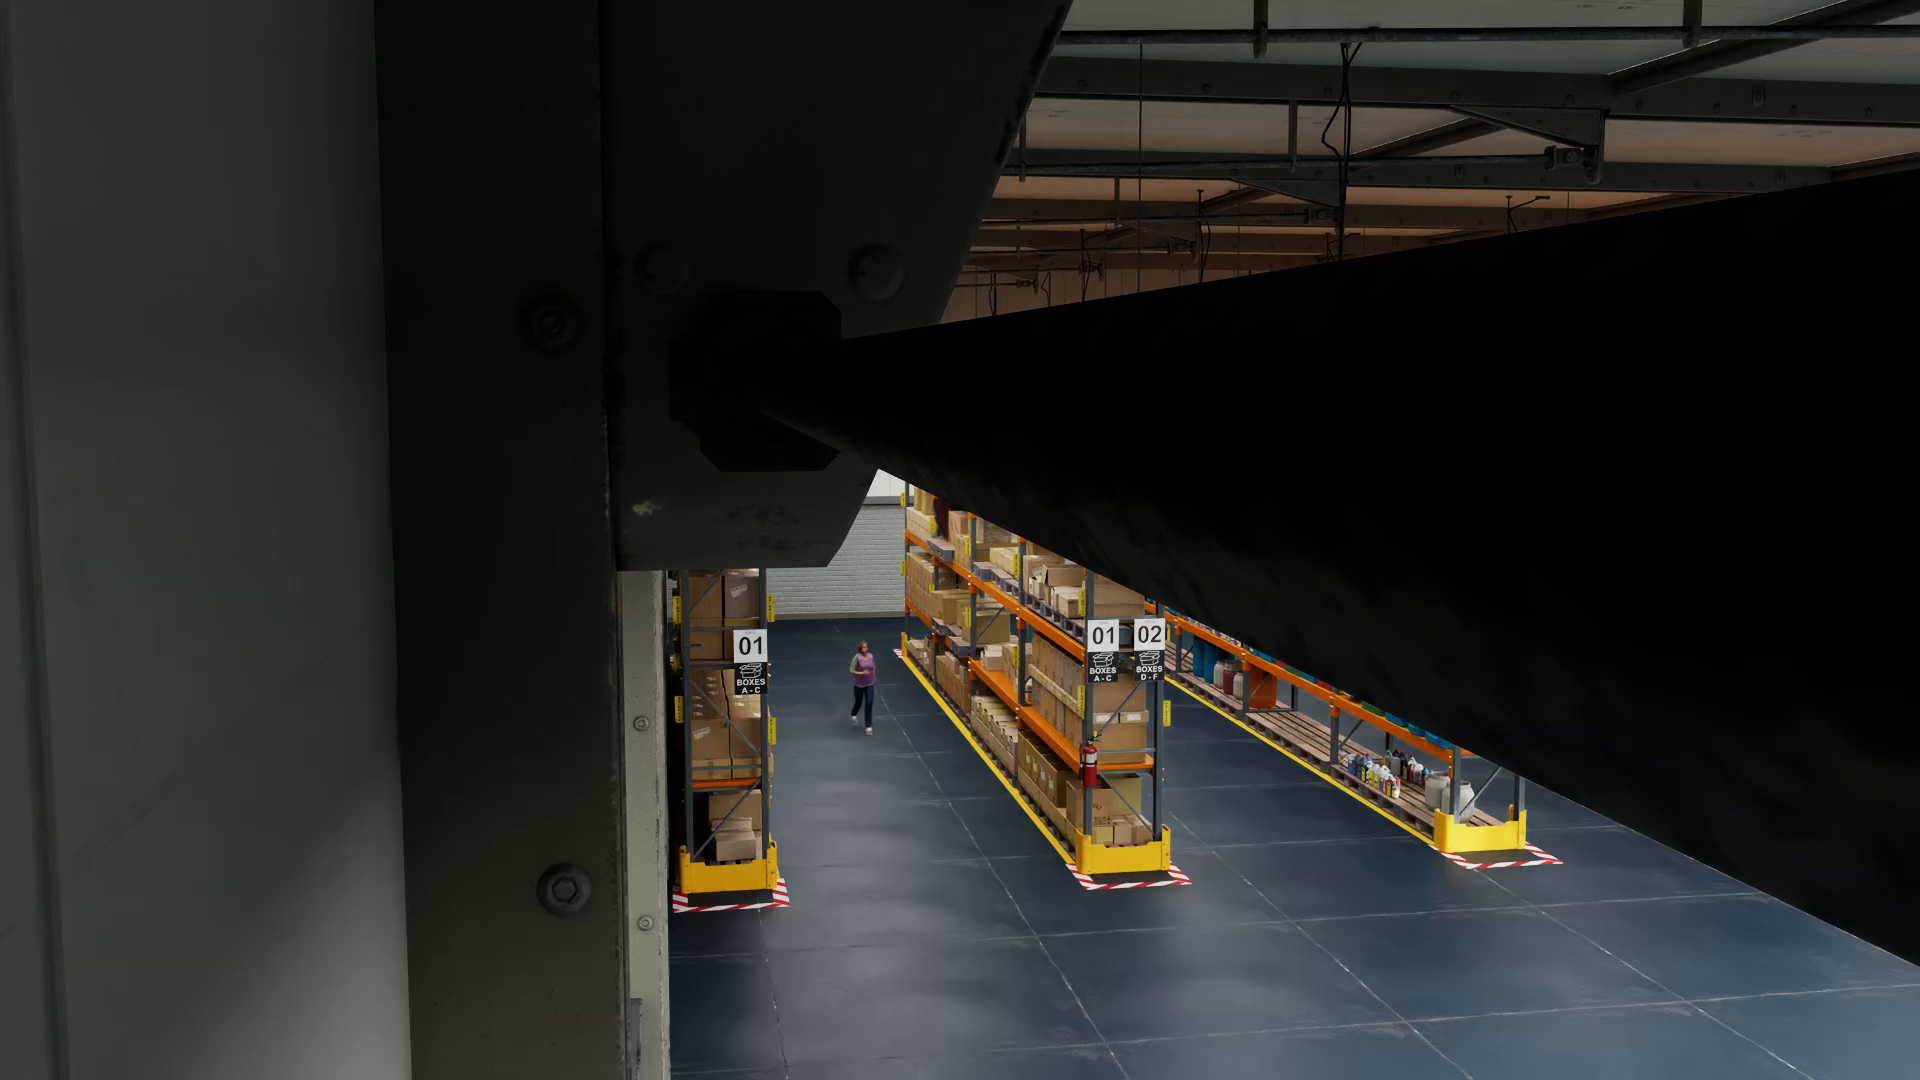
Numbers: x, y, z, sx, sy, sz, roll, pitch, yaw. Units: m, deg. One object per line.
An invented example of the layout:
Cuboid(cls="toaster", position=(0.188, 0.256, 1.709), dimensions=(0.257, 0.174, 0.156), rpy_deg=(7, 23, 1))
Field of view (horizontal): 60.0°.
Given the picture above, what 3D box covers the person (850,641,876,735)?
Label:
Cuboid(cls="person", position=(-1.680, 2.526, 28.846), dimensions=(0.537, 1.586, 0.851), rpy_deg=(-2, 6, -22))
